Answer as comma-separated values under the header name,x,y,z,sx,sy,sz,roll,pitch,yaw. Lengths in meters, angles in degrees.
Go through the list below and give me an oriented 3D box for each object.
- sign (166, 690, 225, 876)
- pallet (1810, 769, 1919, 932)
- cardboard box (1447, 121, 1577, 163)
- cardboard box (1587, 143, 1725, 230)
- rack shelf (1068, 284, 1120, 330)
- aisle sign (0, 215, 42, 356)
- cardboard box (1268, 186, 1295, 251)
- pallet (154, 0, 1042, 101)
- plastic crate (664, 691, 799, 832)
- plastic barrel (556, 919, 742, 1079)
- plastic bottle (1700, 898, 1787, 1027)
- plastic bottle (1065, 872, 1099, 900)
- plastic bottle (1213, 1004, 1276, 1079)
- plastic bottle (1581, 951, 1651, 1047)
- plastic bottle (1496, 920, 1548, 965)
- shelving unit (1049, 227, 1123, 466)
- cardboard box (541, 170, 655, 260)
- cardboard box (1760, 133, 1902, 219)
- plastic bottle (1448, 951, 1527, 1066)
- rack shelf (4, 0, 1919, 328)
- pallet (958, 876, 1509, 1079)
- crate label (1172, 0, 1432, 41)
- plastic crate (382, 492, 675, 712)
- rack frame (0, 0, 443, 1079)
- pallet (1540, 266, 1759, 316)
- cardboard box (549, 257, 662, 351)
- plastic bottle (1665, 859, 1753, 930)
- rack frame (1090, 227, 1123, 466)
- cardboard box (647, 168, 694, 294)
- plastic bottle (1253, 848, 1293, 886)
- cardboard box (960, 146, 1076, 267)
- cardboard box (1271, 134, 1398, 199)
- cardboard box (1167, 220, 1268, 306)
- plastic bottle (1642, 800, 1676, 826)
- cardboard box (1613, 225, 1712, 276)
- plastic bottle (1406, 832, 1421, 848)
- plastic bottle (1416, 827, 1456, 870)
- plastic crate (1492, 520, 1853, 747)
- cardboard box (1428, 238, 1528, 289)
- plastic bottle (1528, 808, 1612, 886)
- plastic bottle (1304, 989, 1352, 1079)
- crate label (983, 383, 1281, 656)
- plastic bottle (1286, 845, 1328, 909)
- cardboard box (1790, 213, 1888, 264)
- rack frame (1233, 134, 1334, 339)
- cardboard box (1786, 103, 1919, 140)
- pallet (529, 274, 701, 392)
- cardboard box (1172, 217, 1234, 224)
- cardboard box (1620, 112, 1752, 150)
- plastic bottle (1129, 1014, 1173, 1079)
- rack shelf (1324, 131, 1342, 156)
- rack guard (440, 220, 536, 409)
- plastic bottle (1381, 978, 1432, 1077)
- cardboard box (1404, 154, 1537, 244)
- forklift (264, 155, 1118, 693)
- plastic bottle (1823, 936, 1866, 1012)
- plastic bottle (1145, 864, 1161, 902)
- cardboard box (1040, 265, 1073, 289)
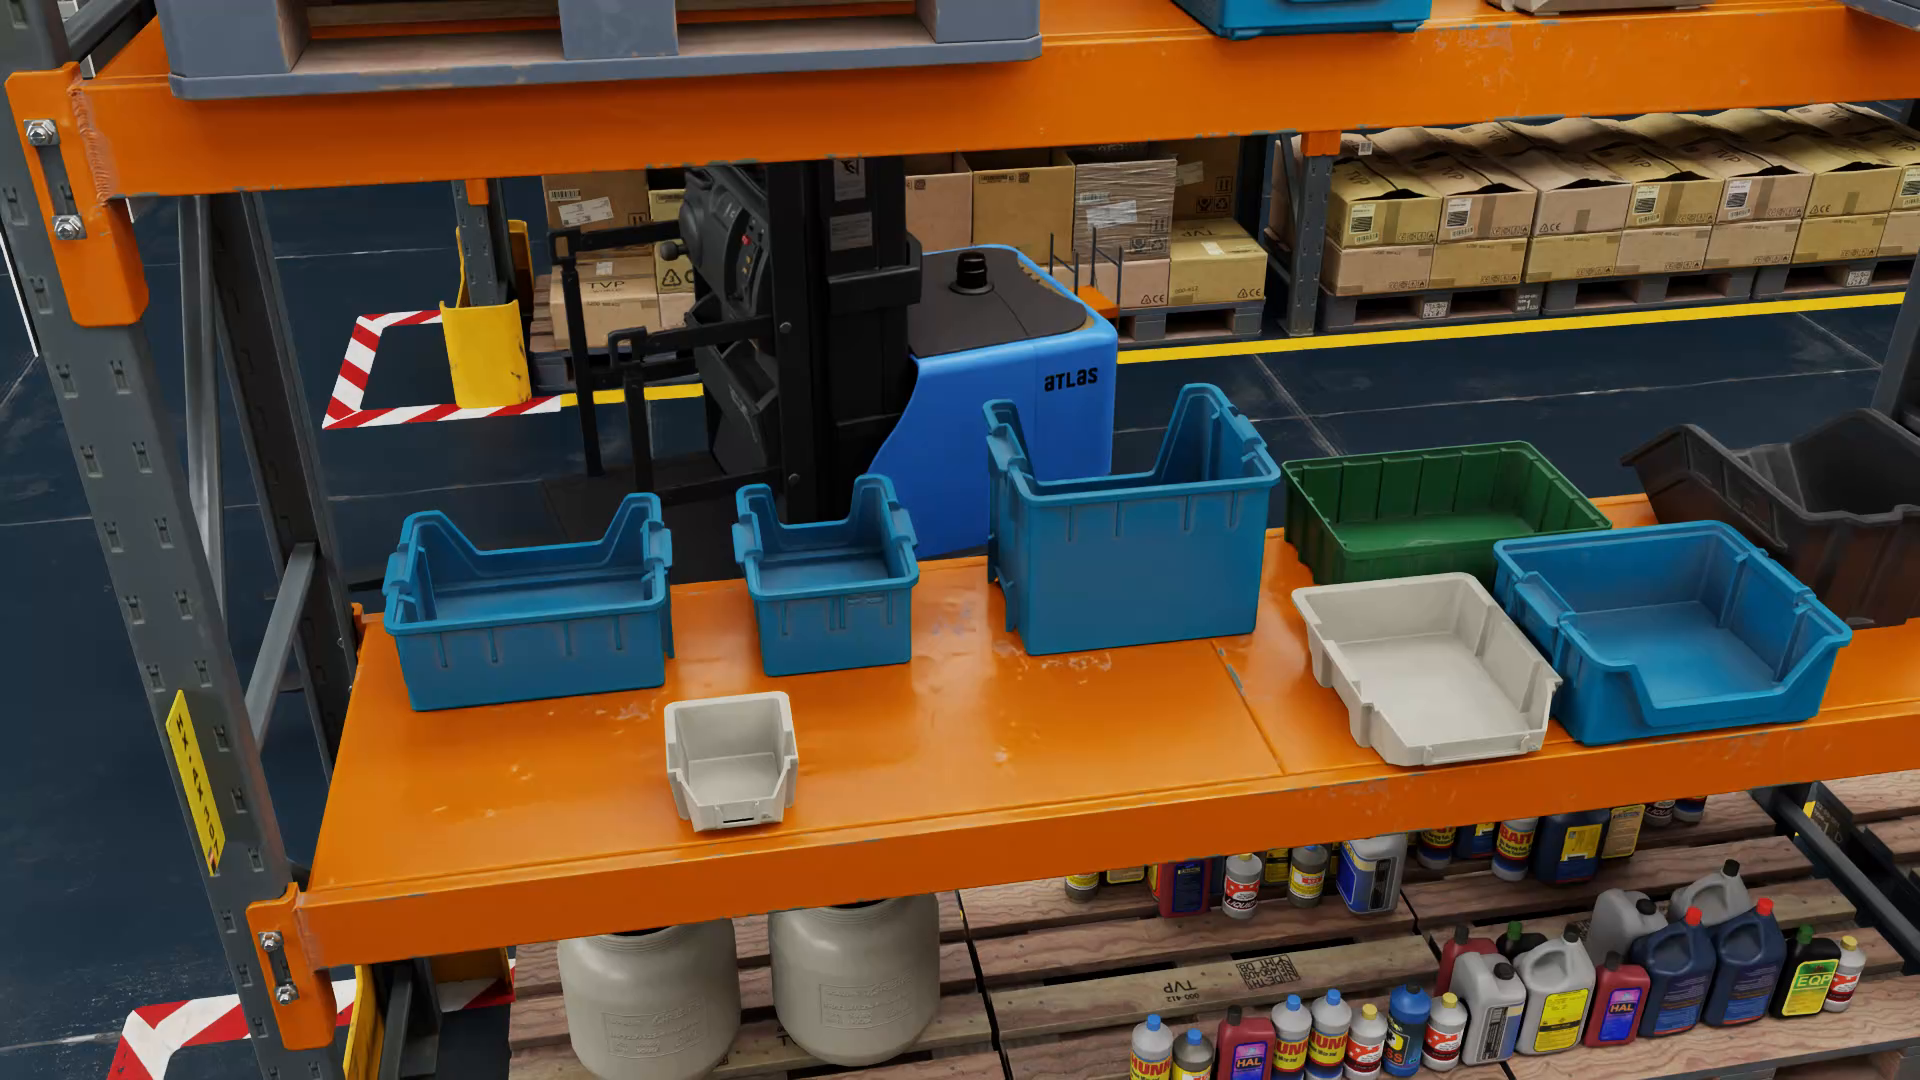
name,x,y,z,sx,sy,sz,roll,pitch,yaw
sign,-1.292,0.414,2.814,0.005,0.325,0.100,-5,31,-9
pallet,3.313,1.004,4.834,1.213,0.211,1.003,-5,31,-9
cardboard box,3.008,-2.089,9.089,0.500,0.311,0.500,-5,31,-9
cardboard box,3.623,-1.869,8.714,0.500,0.311,0.500,-4,31,-8
rack shelf,0.480,-0.896,6.468,0.180,0.103,0.258,-12,33,-20
aisle sign,-1.405,-0.710,2.433,0.004,0.787,0.394,-5,31,-9
cardboard box,2.015,-1.755,9.074,0.500,0.250,0.500,-6,31,-9
pallet,-0.555,-0.980,2.685,1.213,0.211,1.003,-5,31,-9
plastic crate,-0.448,0.451,3.285,0.250,0.136,0.298,-5,31,-9
plastic barrel,-0.753,1.051,4.043,0.421,0.512,0.421,0,30,0
plastic bottle,1.966,1.048,4.188,0.185,0.351,0.144,-6,31,-10
plastic bottle,0.341,0.889,4.606,0.097,0.201,0.097,0,30,0
plastic bottle,0.679,1.218,3.966,0.133,0.283,0.061,-5,31,-8
plastic bottle,1.625,1.130,4.115,0.133,0.283,0.061,-3,31,-6
plastic bottle,1.416,1.075,4.208,0.133,0.283,0.061,-5,31,-9
shelving unit,0.480,-0.624,6.628,0.189,1.200,0.258,-12,33,-20
cardboard box,-1.801,-1.728,8.288,0.500,0.500,0.500,-5,31,-9
cardboard box,4.613,-1.958,8.866,0.500,0.311,0.500,-6,31,-10
plastic bottle,1.299,1.140,4.105,0.135,0.276,0.152,-5,31,-8
rack shelf,0.581,-0.907,3.084,4.000,0.370,1.077,-5,31,-9
pallet,0.677,1.249,4.418,1.213,0.211,1.003,-5,31,-9
crate label,0.514,-0.977,2.639,0.408,0.251,0.502,-5,31,-9
plastic crate,-0.948,0.127,3.721,0.616,0.251,0.499,-5,31,-9
rack frame,-1.387,0.258,3.352,0.127,3.000,1.000,-5,31,-9
pallet,3.580,-1.575,9.220,1.213,0.211,1.003,-5,31,-9
cardboard box,-1.708,-1.146,8.037,0.500,0.250,0.500,-5,31,-9
plastic bottle,1.940,0.976,4.310,0.185,0.351,0.144,-5,31,-9
rack frame,0.564,-0.642,6.659,0.006,1.200,0.240,-12,33,-20
cardboard box,-1.216,-1.515,7.927,0.500,0.500,0.500,-5,31,-9
plastic bottle,0.893,0.785,4.635,0.185,0.351,0.144,-4,31,-7
cardboard box,0.258,-1.657,8.168,0.500,0.500,0.500,-5,31,-9
cardboard box,2.006,-1.994,8.928,0.500,0.311,0.500,-5,31,-9
cardboard box,1.243,-1.421,8.507,0.500,0.250,0.500,-5,31,-9
plastic bottle,2.056,0.729,4.877,0.097,0.201,0.097,0,30,0
cardboard box,3.613,-1.627,8.856,0.500,0.250,0.500,-5,31,-8
plastic bottle,1.324,0.753,4.757,0.133,0.283,0.061,-4,31,-7
plastic bottle,1.356,0.796,4.695,0.097,0.271,0.097,0,30,0
plastic crate,1.508,0.193,3.608,0.616,0.251,0.499,-5,31,-9
cardboard box,2.604,-1.532,8.695,0.500,0.250,0.500,-5,31,-8
plastic bottle,1.705,0.784,4.637,0.185,0.351,0.144,-5,31,-9
plastic bottle,0.889,1.194,4.018,0.097,0.271,0.097,0,30,0
crate label,0.375,-0.060,3.858,0.616,0.435,0.502,-5,31,-9
plastic bottle,0.957,0.906,4.577,0.097,0.201,0.097,0,30,0
cardboard box,4.614,-1.719,9.013,0.500,0.250,0.500,-6,31,-10
rack frame,1.660,-2.577,8.173,0.127,3.000,1.000,-5,31,-9
cardboard box,5.026,-2.278,9.410,0.500,0.311,0.500,-4,31,-7
pallet,-1.530,-1.101,8.413,1.213,0.211,1.003,-5,31,-9
cardboard box,1.149,-1.682,8.949,0.500,0.250,0.500,-5,31,-9
cardboard box,4.009,-2.181,9.244,0.500,0.311,0.500,-6,31,-10
plastic bottle,0.453,1.234,3.949,0.097,0.271,0.097,0,30,0
rack shelf,3.627,-2.450,8.666,4.000,0.370,1.077,-5,31,-9
rack guard,-2.299,-1.132,8.182,0.348,0.500,1.175,-5,31,-9
plastic bottle,1.088,1.176,4.049,0.097,0.271,0.097,0,30,0
cardboard box,2.604,-1.771,8.548,0.500,0.311,0.500,-6,31,-10
forklift,-0.985,-1.028,5.607,3.031,2.935,1.130,-12,33,-20
plastic bottle,2.247,1.098,4.250,0.097,0.201,0.097,0,30,0
plastic bottle,0.594,0.847,4.603,0.135,0.276,0.152,-5,31,-9
cardboard box,0.260,-1.328,8.347,0.500,0.250,0.500,-5,31,-9
